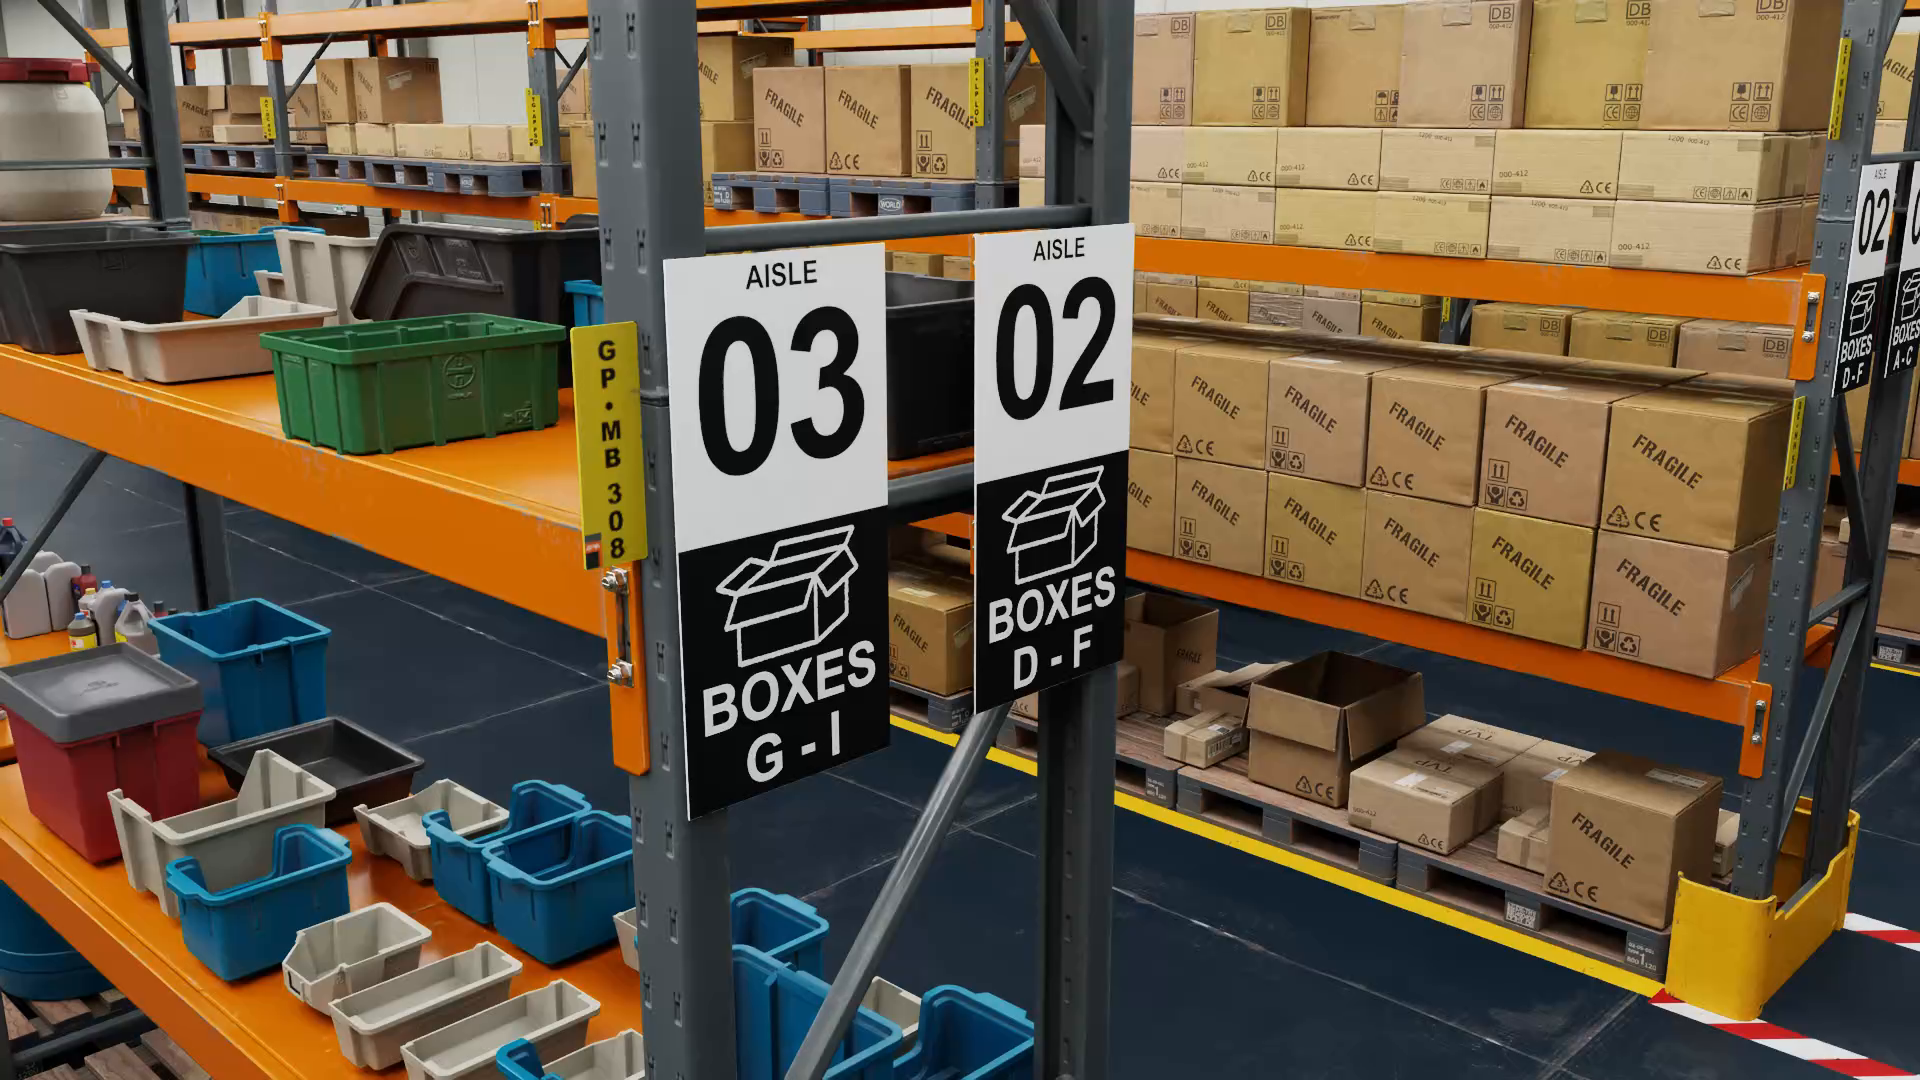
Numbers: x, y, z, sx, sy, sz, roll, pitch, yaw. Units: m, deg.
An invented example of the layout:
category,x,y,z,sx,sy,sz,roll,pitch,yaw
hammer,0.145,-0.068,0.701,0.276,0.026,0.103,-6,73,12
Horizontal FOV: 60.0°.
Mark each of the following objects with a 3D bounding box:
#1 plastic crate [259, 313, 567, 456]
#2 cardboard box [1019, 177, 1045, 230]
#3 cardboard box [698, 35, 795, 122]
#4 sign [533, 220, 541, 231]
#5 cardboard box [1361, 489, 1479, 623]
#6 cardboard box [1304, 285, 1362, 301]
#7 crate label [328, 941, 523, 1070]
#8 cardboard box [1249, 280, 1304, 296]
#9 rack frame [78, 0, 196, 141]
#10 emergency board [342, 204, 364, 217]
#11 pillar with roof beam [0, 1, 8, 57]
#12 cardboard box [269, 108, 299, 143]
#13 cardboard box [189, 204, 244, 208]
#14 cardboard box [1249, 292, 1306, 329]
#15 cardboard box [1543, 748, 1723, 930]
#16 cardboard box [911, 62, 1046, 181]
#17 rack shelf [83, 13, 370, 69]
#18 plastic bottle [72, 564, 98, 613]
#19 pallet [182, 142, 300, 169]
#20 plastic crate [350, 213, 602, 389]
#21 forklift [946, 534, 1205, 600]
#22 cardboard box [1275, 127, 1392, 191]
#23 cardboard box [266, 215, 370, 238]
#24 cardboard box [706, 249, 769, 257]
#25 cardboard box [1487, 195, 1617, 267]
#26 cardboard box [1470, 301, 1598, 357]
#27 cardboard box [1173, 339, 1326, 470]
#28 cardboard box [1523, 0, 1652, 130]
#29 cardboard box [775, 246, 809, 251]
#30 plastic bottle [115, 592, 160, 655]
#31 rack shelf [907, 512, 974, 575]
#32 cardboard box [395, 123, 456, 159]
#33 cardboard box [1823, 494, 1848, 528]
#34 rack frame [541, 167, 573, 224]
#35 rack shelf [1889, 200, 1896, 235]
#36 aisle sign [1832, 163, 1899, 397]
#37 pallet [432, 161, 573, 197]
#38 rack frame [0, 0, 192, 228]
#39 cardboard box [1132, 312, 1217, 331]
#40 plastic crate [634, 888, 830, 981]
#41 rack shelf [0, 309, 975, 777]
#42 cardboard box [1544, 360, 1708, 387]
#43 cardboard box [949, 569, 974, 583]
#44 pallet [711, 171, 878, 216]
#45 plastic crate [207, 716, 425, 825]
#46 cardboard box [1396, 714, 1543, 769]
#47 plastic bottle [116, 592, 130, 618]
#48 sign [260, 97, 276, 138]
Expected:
category,x,y,z,sx,sy,sz,roll,pitch,yaw
plastic crate,-1.005,-0.296,3.091,0.336,0.188,0.450,14,20,42
cardboard box,0.643,-1.674,8.256,0.500,0.250,0.500,14,20,42
cardboard box,-1.371,-2.853,10.301,0.500,0.500,0.500,14,20,42
sign,-5.115,-3.745,20.140,0.005,0.325,0.100,14,20,42
cardboard box,2.102,0.019,7.211,0.500,0.500,0.500,14,20,43
cardboard box,3.025,-2.016,12.906,0.500,0.250,0.500,-14,20,-43
crate label,-1.225,1.065,3.801,0.243,0.136,0.396,14,20,42
cardboard box,2.658,-2.105,13.248,0.500,0.250,0.500,-14,20,-43
rack frame,-8.174,-5.428,16.418,0.127,3.000,1.000,14,20,42
emergency board,-9.706,-4.949,26.476,0.643,1.169,0.194,14,20,42
pillar with roof beam,-23.899,-9.781,33.125,0.400,9.000,9.100,14,20,42
cardboard box,-5.863,-3.735,14.935,0.500,0.311,0.500,12,19,39
cardboard box,-7.426,-3.017,16.290,0.500,0.500,0.700,13,19,41
cardboard box,2.663,-1.739,13.328,0.500,0.500,0.500,14,20,42
cardboard box,2.782,1.221,6.881,0.500,0.500,0.500,14,20,42
cardboard box,0.153,-2.278,9.047,0.600,0.600,0.600,11,18,37
rack shelf,-6.734,-4.536,15.215,4.000,0.370,1.077,14,20,42
plastic bottle,-3.583,0.233,6.821,0.133,0.283,0.061,14,20,42
pallet,-6.800,-3.592,15.495,1.213,0.211,1.003,14,20,42
plastic crate,-1.006,-0.565,3.826,0.767,0.338,0.504,14,20,42
forklift,0.873,-1.156,12.055,1.130,2.935,3.031,-12,19,-38
cardboard box,1.715,-1.651,7.178,0.500,0.250,0.500,14,20,42
cardboard box,-5.618,-2.578,14.605,0.500,0.500,0.700,14,20,42
cardboard box,-2.414,-3.051,17.965,0.500,0.500,0.500,14,20,42
cardboard box,2.439,-1.235,6.573,0.500,0.250,0.500,14,20,42
cardboard box,4.279,-1.372,12.154,0.700,0.700,0.980,14,20,43
cardboard box,1.350,-0.643,7.771,0.500,0.500,0.500,13,19,41
cardboard box,2.662,-1.899,6.639,0.500,0.500,0.700,14,20,42
cardboard box,-1.516,-2.891,17.507,0.500,0.500,0.700,14,20,42
plastic bottle,-3.034,0.370,6.162,0.185,0.351,0.144,14,20,42
rack shelf,-0.975,-0.427,10.548,4.000,0.370,1.077,14,20,42
cardboard box,-3.961,-3.062,12.748,0.500,0.250,0.500,12,19,38
cardboard box,5.890,-0.183,11.025,0.250,0.149,0.380,14,20,43
rack frame,-2.415,-1.125,11.801,0.127,3.000,1.000,14,20,42
rack shelf,5.340,-2.078,10.937,4.000,0.370,1.077,14,20,42
aisle sign,3.181,-0.915,5.840,0.004,0.787,0.394,14,20,42
pallet,-2.965,-2.588,11.840,1.213,0.211,1.003,-13,20,-42
rack frame,-2.976,-2.430,4.910,0.127,3.000,1.000,14,20,42
cardboard box,1.008,-0.916,8.816,0.500,0.500,0.500,14,20,42
plastic crate,-0.520,1.007,3.830,0.300,0.233,0.416,14,20,42
rack shelf,-1.536,-0.280,4.035,4.000,0.370,1.077,14,20,42
cardboard box,2.826,-0.473,7.116,0.500,0.500,0.500,14,20,43
cardboard box,0.286,0.443,9.868,0.500,0.500,0.500,13,19,40
pallet,-0.705,-2.093,9.941,1.003,0.211,1.213,14,20,42
plastic crate,-1.984,0.725,5.128,0.590,0.125,0.437,14,20,42
cardboard box,2.430,1.071,7.953,0.500,0.250,0.500,14,20,42
plastic bottle,-3.206,0.337,6.445,0.097,0.271,0.097,0,15,0
sign,-5.679,-3.464,13.646,0.005,0.325,0.100,14,20,42
